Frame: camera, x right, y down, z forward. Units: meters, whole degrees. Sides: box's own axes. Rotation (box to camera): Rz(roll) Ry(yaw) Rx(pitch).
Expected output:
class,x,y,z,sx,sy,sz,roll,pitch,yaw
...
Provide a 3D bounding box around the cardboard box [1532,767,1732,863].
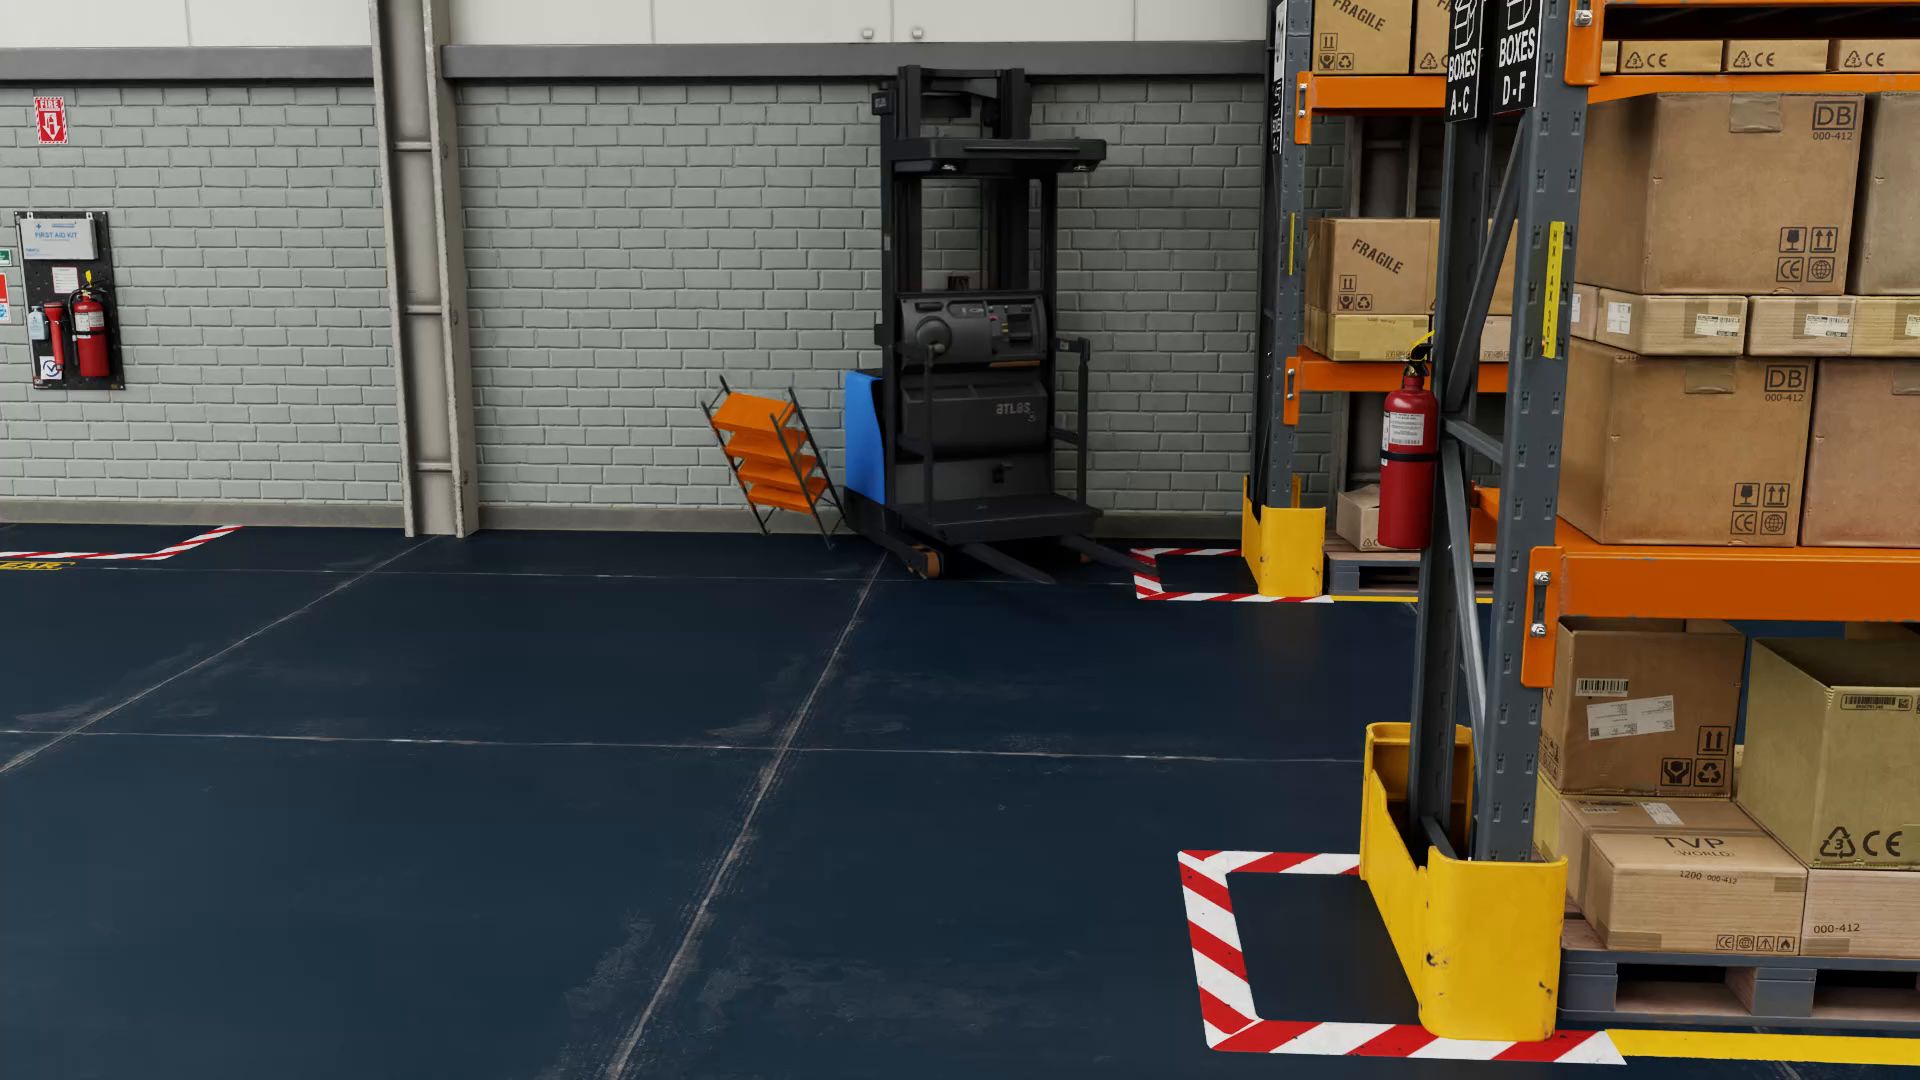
class,x,y,z,sx,sy,sz,roll,pitch,yaw
cardboard box,2.037,0.829,5.168,0.500,0.250,0.500,1,12,4

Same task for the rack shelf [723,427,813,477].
class,x,y,z,sx,sy,sz,roll,pitch,yaw
rack shelf,-1.147,-0.559,10.001,0.480,0.148,0.258,12,54,26

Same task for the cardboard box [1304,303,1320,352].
class,x,y,z,sx,sy,sz,roll,pitch,yaw
cardboard box,2.289,-1.240,9.686,0.500,0.250,0.500,1,12,5

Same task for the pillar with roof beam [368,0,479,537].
class,x,y,z,sx,sy,sz,roll,pitch,yaw
pillar with roof beam,-3.709,-3.576,5.887,0.400,9.000,9.100,1,12,4

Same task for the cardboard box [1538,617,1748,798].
class,x,y,z,sx,sy,sz,roll,pitch,yaw
cardboard box,2.037,0.462,5.094,0.500,0.500,0.500,1,12,4

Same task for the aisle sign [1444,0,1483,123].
class,x,y,z,sx,sy,sz,roll,pitch,yaw
aisle sign,1.436,-1.592,4.701,0.004,0.787,0.394,1,12,4

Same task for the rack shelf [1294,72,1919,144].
class,x,y,z,sx,sy,sz,roll,pitch,yaw
rack shelf,3.805,-2.359,9.150,4.000,0.370,1.077,1,12,4

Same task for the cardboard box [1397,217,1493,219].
class,x,y,z,sx,sy,sz,roll,pitch,yaw
cardboard box,2.795,-1.602,9.585,0.500,0.500,0.500,1,12,5

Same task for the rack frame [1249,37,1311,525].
class,x,y,z,sx,sy,sz,roll,pitch,yaw
rack frame,1.809,-1.270,9.514,0.127,3.000,1.000,1,12,4

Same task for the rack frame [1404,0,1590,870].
class,x,y,z,sx,sy,sz,roll,pitch,yaw
rack frame,1.482,-0.258,4.676,0.127,3.000,1.000,1,12,4

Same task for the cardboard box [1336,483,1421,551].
class,x,y,z,sx,sy,sz,roll,pitch,yaw
cardboard box,2.494,-0.142,9.611,0.500,0.311,0.500,-1,12,-3

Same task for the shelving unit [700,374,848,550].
class,x,y,z,sx,sy,sz,roll,pitch,yaw
shelving unit,-1.112,-0.458,10.115,0.503,1.200,0.258,12,54,26

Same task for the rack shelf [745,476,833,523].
class,x,y,z,sx,sy,sz,roll,pitch,yaw
rack shelf,-1.051,-0.286,10.309,0.480,0.148,0.258,12,54,26

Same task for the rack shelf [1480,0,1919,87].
class,x,y,z,sx,sy,sz,roll,pitch,yaw
rack shelf,3.478,-1.347,4.312,4.000,0.370,1.077,1,12,4

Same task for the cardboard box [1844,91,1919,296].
class,x,y,z,sx,sy,sz,roll,pitch,yaw
cardboard box,2.525,-0.926,4.458,0.500,0.500,0.700,0,12,2

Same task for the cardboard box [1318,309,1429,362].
class,x,y,z,sx,sy,sz,roll,pitch,yaw
cardboard box,2.275,-1.135,9.186,0.500,0.250,0.500,0,12,2

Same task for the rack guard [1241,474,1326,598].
class,x,y,z,sx,sy,sz,roll,pitch,yaw
rack guard,1.885,-0.046,9.765,0.348,0.500,1.175,1,12,4

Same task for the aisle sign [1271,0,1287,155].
class,x,y,z,sx,sy,sz,roll,pitch,yaw
aisle sign,1.717,-2.482,8.960,0.004,0.787,0.394,1,12,4

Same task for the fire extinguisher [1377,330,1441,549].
class,x,y,z,sx,sy,sz,roll,pitch,yaw
fire extinguisher,1.395,-0.317,5.146,0.183,0.674,0.296,1,12,4

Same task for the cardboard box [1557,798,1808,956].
class,x,y,z,sx,sy,sz,roll,pitch,yaw
cardboard box,2.002,0.935,4.662,0.500,0.250,0.500,1,12,4

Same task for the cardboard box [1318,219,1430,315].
class,x,y,z,sx,sy,sz,roll,pitch,yaw
cardboard box,2.266,-1.506,9.126,0.500,0.500,0.500,1,12,4

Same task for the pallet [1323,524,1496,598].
class,x,y,z,sx,sy,sz,roll,pitch,yaw
pallet,2.693,0.114,9.707,1.213,0.211,1.003,1,12,4

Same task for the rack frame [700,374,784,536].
class,x,y,z,sx,sy,sz,roll,pitch,yaw
rack frame,-1.327,-0.503,10.222,0.015,1.200,0.240,12,54,26

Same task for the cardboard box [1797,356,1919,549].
class,x,y,z,sx,sy,sz,roll,pitch,yaw
cardboard box,2.471,-0.292,4.593,0.500,0.500,0.700,1,12,5

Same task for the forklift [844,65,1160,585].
class,x,y,z,sx,sy,sz,roll,pitch,yaw
forklift,0.171,-1.302,9.834,1.130,2.935,3.031,-5,13,-22

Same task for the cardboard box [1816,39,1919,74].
class,x,y,z,sx,sy,sz,roll,pitch,yaw
cardboard box,4.776,-2.708,8.771,0.500,0.500,0.500,0,12,-1

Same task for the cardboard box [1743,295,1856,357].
class,x,y,z,sx,sy,sz,roll,pitch,yaw
cardboard box,2.123,-0.572,4.349,0.250,0.149,0.380,0,12,2

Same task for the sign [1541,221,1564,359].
class,x,y,z,sx,sy,sz,roll,pitch,yaw
sign,1.439,-0.607,4.038,0.005,0.325,0.100,1,12,4

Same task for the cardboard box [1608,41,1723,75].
class,x,y,z,sx,sy,sz,roll,pitch,yaw
cardboard box,3.714,-2.718,8.815,0.500,0.500,0.500,2,12,7

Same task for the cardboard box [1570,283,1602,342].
class,x,y,z,sx,sy,sz,roll,pitch,yaw
cardboard box,1.876,-0.658,4.761,0.250,0.149,0.380,1,12,3

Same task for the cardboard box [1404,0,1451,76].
class,x,y,z,sx,sy,sz,roll,pitch,yaw
cardboard box,2.660,-2.727,8.859,0.500,0.500,0.500,2,12,8

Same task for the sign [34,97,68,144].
class,x,y,z,sx,sy,sz,roll,pitch,yaw
sign,-5.886,-2.716,10.765,0.199,0.298,0.001,1,12,4
